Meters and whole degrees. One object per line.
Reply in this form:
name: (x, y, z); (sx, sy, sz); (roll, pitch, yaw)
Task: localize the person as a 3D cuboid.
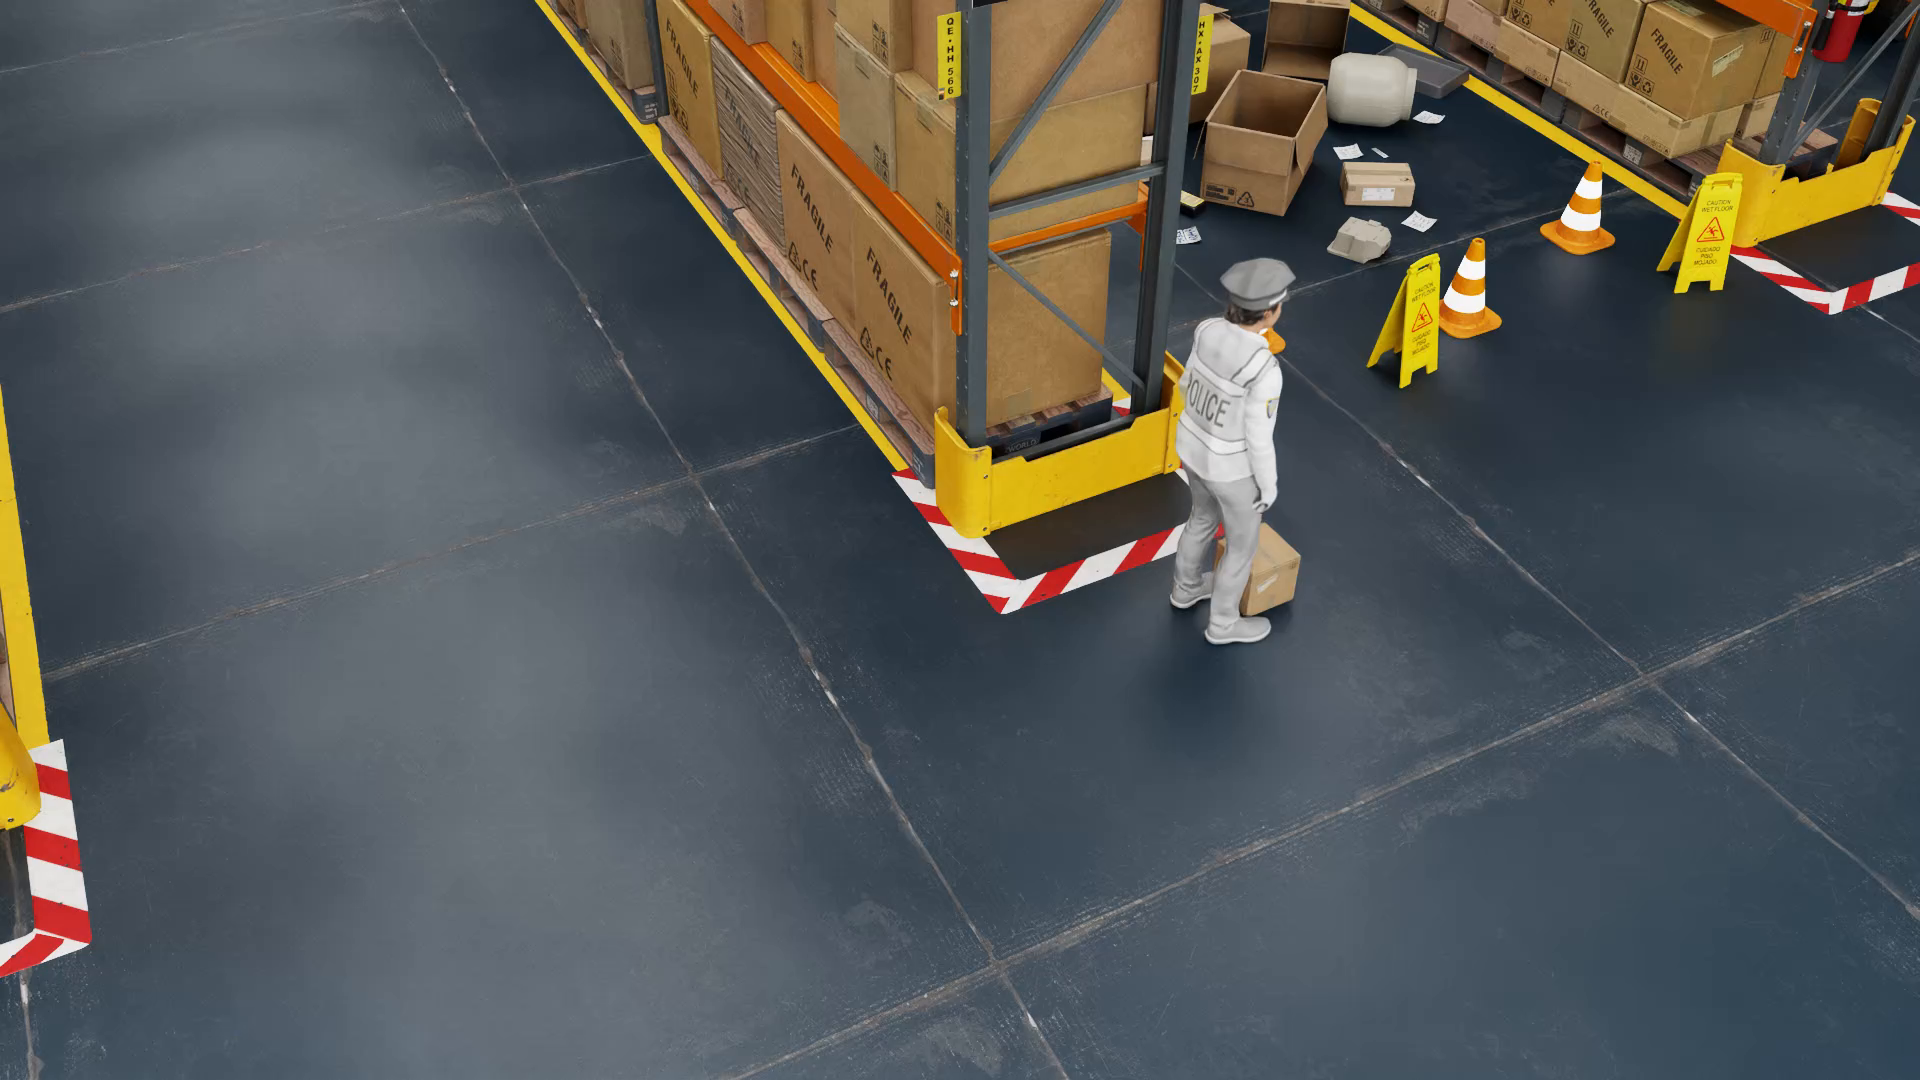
person: (1.047, -0.321, 6.520); (0.372, 1.662, 0.523); (-21, 46, -22)
